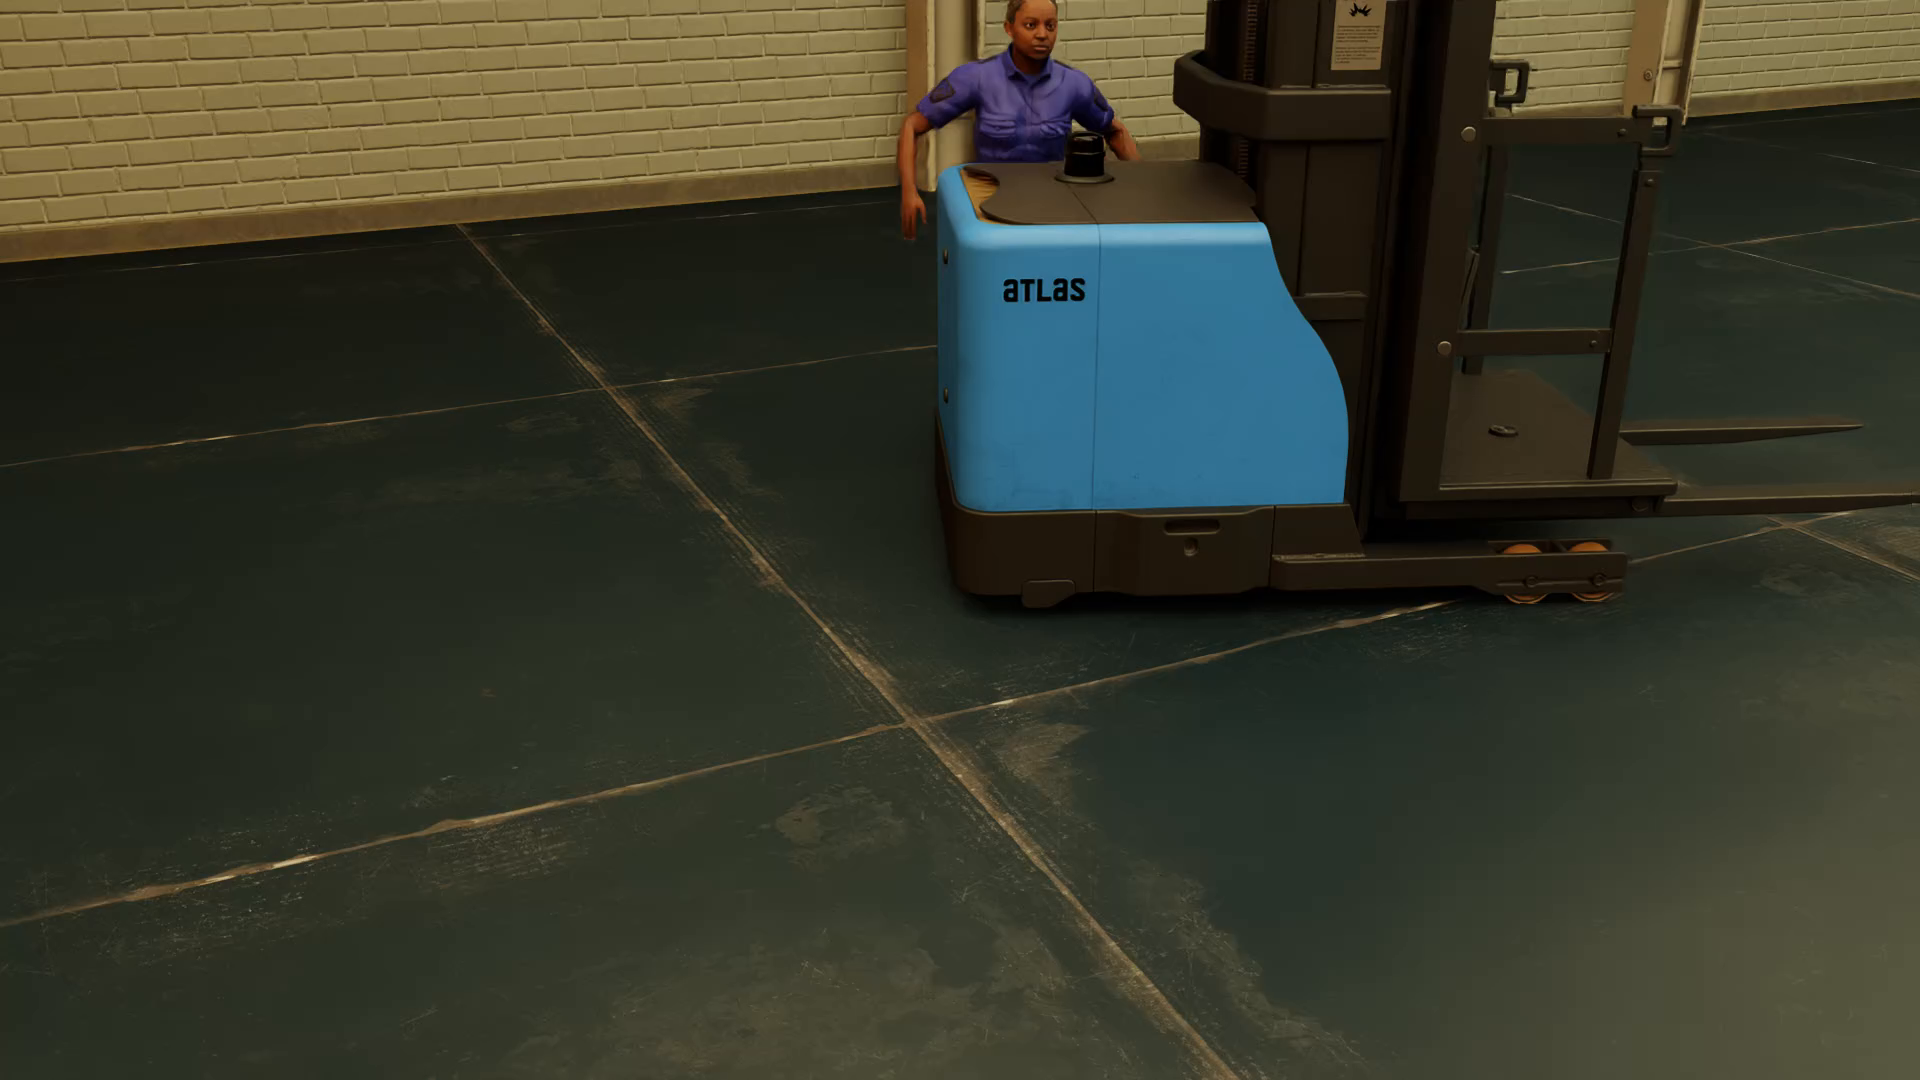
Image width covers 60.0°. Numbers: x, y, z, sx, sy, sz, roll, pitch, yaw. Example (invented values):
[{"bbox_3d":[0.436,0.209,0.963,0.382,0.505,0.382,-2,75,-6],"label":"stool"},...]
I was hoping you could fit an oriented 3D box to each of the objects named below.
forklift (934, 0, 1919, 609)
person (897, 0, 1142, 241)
[{"bbox_3d":[1.460,-1.374,4.594,3.031,2.935,1.130,-2,23,-4],"label":"forklift"},{"bbox_3d":[0.245,-0.981,5.434,0.883,1.581,0.620,-4,23,-9],"label":"person"}]
